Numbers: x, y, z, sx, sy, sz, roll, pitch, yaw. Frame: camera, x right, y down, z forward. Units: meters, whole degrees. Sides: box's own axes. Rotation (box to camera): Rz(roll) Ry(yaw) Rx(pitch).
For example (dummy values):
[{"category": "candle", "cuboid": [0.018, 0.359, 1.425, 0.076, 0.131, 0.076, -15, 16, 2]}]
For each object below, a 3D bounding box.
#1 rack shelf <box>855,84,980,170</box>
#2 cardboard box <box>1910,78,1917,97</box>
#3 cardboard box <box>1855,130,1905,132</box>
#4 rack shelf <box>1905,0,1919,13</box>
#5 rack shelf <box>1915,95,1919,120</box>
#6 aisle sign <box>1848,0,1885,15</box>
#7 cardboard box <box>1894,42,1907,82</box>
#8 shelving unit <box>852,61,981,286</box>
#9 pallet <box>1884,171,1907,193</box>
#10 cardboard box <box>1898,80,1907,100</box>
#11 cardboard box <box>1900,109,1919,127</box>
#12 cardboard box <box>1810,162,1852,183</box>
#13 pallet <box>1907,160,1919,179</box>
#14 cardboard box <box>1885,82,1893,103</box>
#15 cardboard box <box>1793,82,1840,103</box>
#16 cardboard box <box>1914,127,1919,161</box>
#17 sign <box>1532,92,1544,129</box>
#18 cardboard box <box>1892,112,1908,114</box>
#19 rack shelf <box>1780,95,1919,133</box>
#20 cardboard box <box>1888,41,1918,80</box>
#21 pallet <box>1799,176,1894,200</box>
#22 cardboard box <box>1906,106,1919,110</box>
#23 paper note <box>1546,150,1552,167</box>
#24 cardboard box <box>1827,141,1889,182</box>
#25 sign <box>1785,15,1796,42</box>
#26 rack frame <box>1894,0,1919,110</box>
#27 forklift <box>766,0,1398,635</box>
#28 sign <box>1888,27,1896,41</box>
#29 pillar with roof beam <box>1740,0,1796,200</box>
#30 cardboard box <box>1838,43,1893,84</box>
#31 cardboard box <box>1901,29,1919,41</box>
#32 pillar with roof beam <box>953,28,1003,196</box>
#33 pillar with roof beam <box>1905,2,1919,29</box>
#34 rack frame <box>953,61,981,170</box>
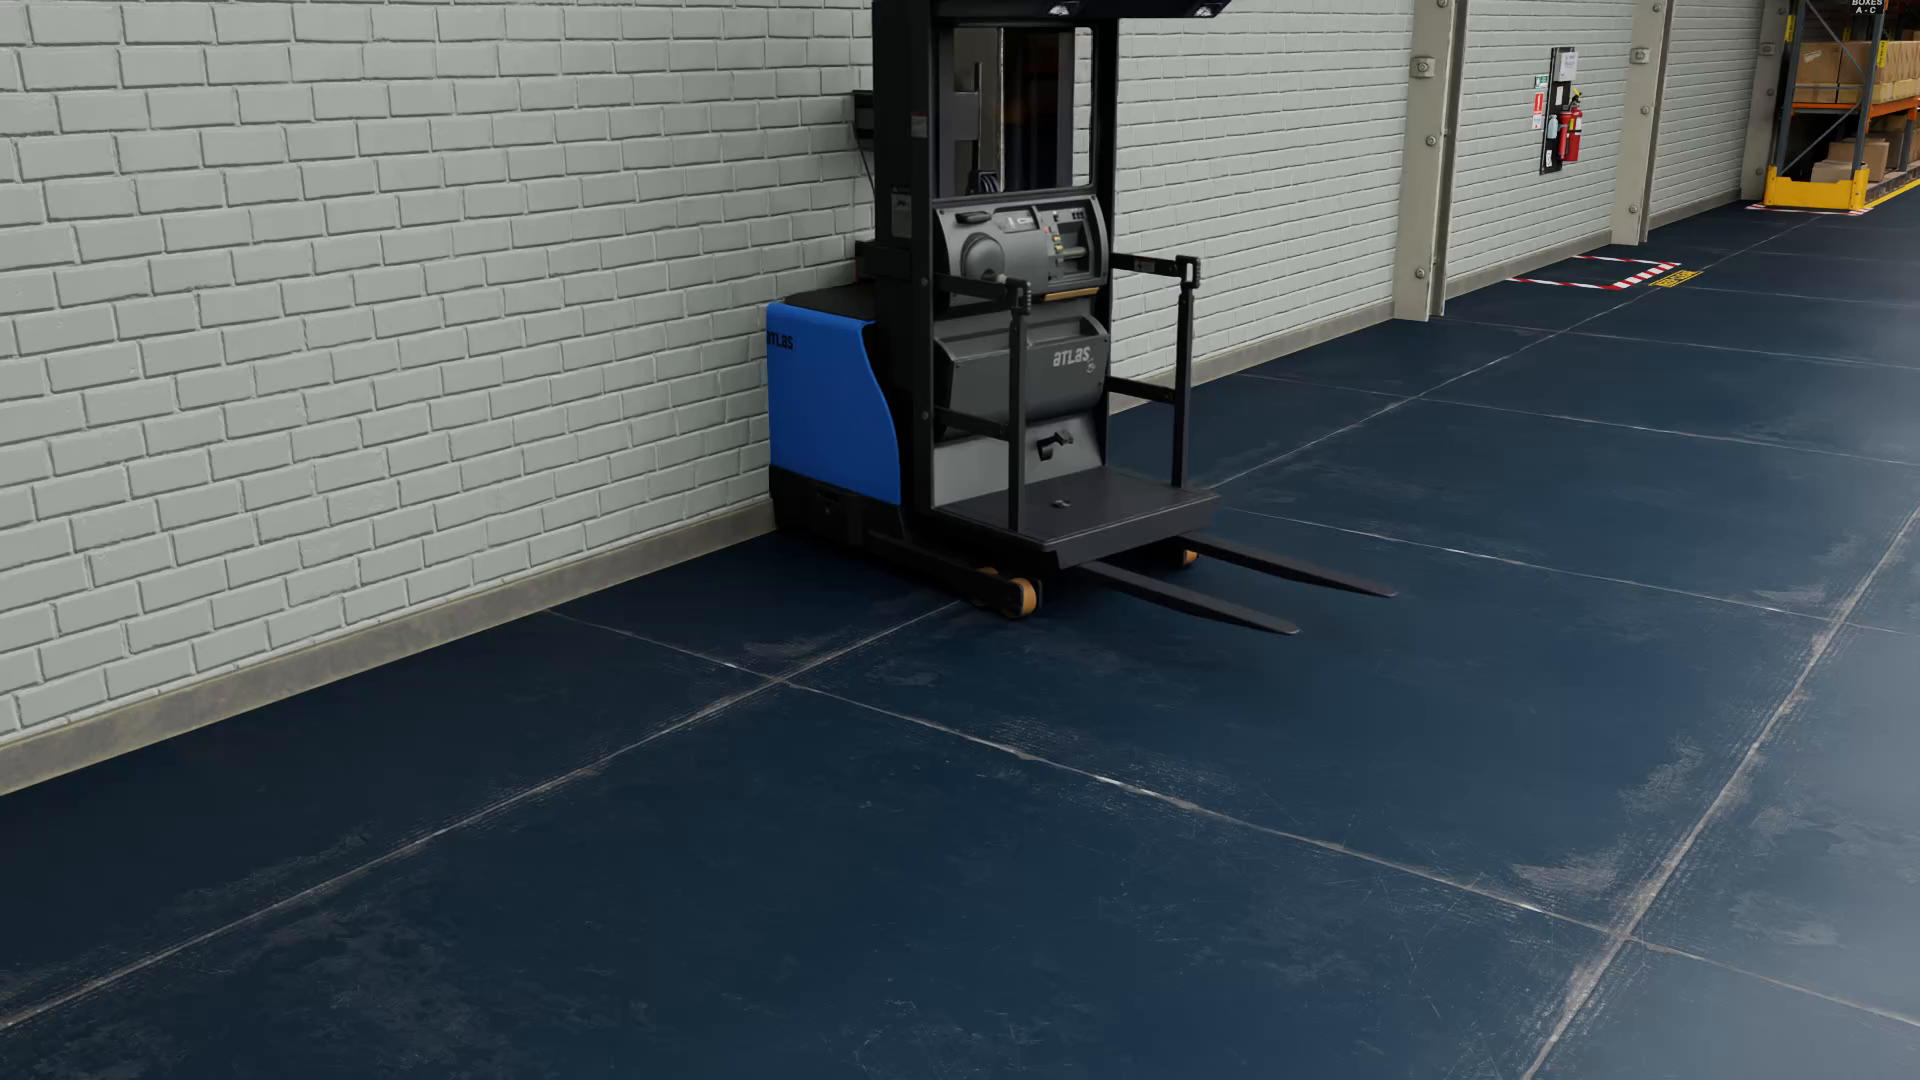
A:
[{"category": "rack shelf", "cuboid": [-0.224, -1.915, 7.951, 0.431, 0.518, 0.480, 15, 22, 41]}, {"category": "cardboard box", "cuboid": [13.222, -6.417, 23.569, 0.500, 0.250, 0.500, 13, 21, 35]}, {"category": "cardboard box", "cuboid": [14.258, -6.089, 25.767, 0.700, 0.500, 0.500, 12, 21, 34]}, {"category": "rack shelf", "cuboid": [17.140, -9.281, 28.726, 1.077, 0.370, 4.000, 12, 21, 35]}, {"category": "rack shelf", "cuboid": [14.756, -6.895, 26.103, 1.077, 0.370, 4.000, 12, 21, 35]}, {"category": "aisle sign", "cuboid": [11.379, -6.981, 20.783, 0.394, 0.787, 0.004, 12, 21, 35]}, {"category": "cardboard box", "cuboid": [12.323, -6.404, 22.264, 0.500, 0.500, 0.500, 12, 21, 33]}, {"category": "shelving unit", "cuboid": [-0.232, -1.256, 8.144, 0.431, 2.100, 0.503, 15, 22, 41]}, {"category": "pallet", "cuboid": [13.193, -5.265, 24.341, 1.003, 0.211, 1.213, 12, 21, 35]}, {"category": "cardboard box", "cuboid": [12.636, -6.174, 22.788, 0.500, 0.250, 0.500, 13, 21, 35]}, {"category": "cardboard box", "cuboid": [15.171, -6.784, 26.741, 0.500, 0.250, 0.500, 13, 21, 36]}, {"category": "cardboard box", "cuboid": [11.666, -4.885, 22.208, 0.500, 0.311, 0.500, 10, 20, 29]}, {"category": "pallet", "cuboid": [14.754, -5.908, 26.414, 1.003, 0.211, 1.213, 12, 21, 35]}, {"category": "cardboard box", "cuboid": [12.025, -5.934, 22.014, 0.500, 0.250, 0.500, 12, 21, 33]}, {"category": "cardboard box", "cuboid": [11.304, -5.893, 21.883, 0.500, 0.250, 0.500, 13, 21, 35]}, {"category": "cardboard box", "cuboid": [14.887, -6.325, 26.528, 0.700, 0.500, 0.500, 12, 21, 34]}, {"category": "sign", "cuboid": [5.413, -4.022, 15.578, 0.001, 0.329, 0.234, 12, 21, 35]}, {"category": "cardboard box", "cuboid": [14.557, -6.545, 25.972, 0.500, 0.250, 0.500, 12, 21, 33]}, {"category": "rack shelf", "cuboid": [12.373, -5.943, 23.035, 1.077, 0.370, 4.000, 12, 21, 35]}, {"category": "cardboard box", "cuboid": [12.930, -6.653, 23.066, 0.500, 0.500, 0.500, 12, 21, 33]}, {"category": "pallet", "cuboid": [12.467, -4.973, 23.401, 1.003, 0.211, 1.213, 12, 21, 35]}, {"category": "cardboard box", "cuboid": [16.492, -7.041, 28.277, 0.750, 0.750, 0.750, 12, 21, 34]}, {"category": "paper note", "cuboid": [5.665, -3.668, 15.983, 0.016, 0.148, 0.142, 12, 21, 35]}, {"category": "cardboard box", "cuboid": [12.483, -5.277, 23.151, 0.700, 0.500, 0.500, 11, 20, 31]}, {"category": "sign", "cuboid": [10.748, -6.617, 21.507, 0.100, 0.325, 0.005, 12, 21, 35]}, {"category": "rack frame", "cuboid": [15.948, -7.715, 27.531, 1.000, 3.000, 0.127, 12, 21, 35]}, {"category": "forklift", "cuboid": [0.414, -1.252, 6.833, 1.130, 2.935, 3.031, -15, 23, -40]}, {"category": "sign", "cuboid": [15.500, -8.366, 27.672, 0.100, 0.325, 0.005, 12, 21, 35]}, {"category": "pillar with roof beam", "cuboid": [14.361, -8.234, 19.085, 9.100, 9.000, 0.400, 12, 21, 35]}, {"category": "cardboard box", "cuboid": [11.707, -6.167, 21.498, 0.500, 0.500, 0.500, 12, 21, 35]}, {"category": "cardboard box", "cuboid": [16.010, -8.427, 27.853, 0.500, 0.250, 0.500, 13, 22, 36]}, {"category": "pillar with roof beam", "cuboid": [3.636, -3.947, 5.279, 9.100, 9.000, 0.400, 12, 21, 35]}, {"category": "pillar with roof beam", "cuboid": [21.511, -11.092, 28.288, 9.100, 9.000, 0.400, 12, 21, 35]}, {"category": "rack frame", "cuboid": [-0.065, -1.304, 8.315, 0.400, 2.100, 0.015, 15, 22, 41]}]
